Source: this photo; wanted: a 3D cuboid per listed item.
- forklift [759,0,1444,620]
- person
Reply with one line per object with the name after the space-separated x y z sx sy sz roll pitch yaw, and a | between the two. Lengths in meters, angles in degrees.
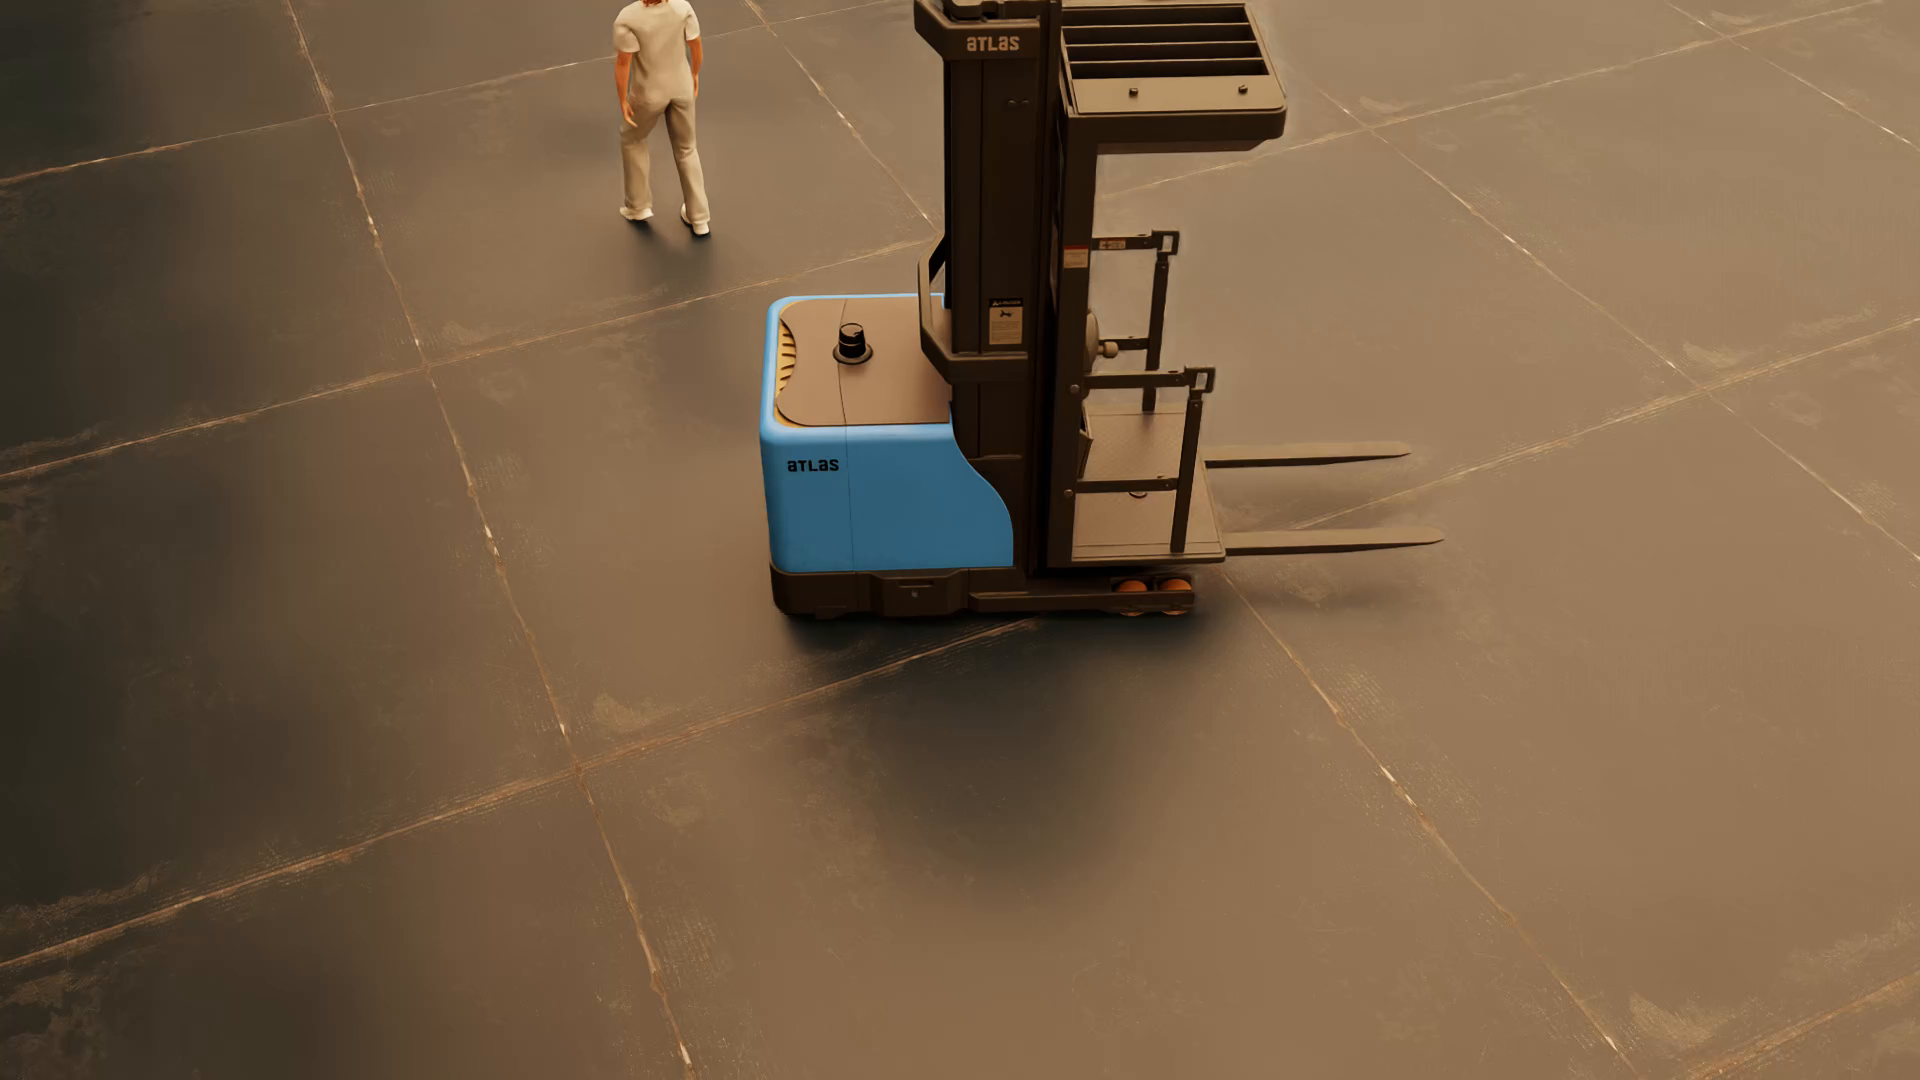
0.660 -1.092 6.850 3.031 2.935 1.130 -2 43 -2 | forklift
-1.698 -2.504 9.338 0.550 1.707 0.554 -20 47 -21 | person
